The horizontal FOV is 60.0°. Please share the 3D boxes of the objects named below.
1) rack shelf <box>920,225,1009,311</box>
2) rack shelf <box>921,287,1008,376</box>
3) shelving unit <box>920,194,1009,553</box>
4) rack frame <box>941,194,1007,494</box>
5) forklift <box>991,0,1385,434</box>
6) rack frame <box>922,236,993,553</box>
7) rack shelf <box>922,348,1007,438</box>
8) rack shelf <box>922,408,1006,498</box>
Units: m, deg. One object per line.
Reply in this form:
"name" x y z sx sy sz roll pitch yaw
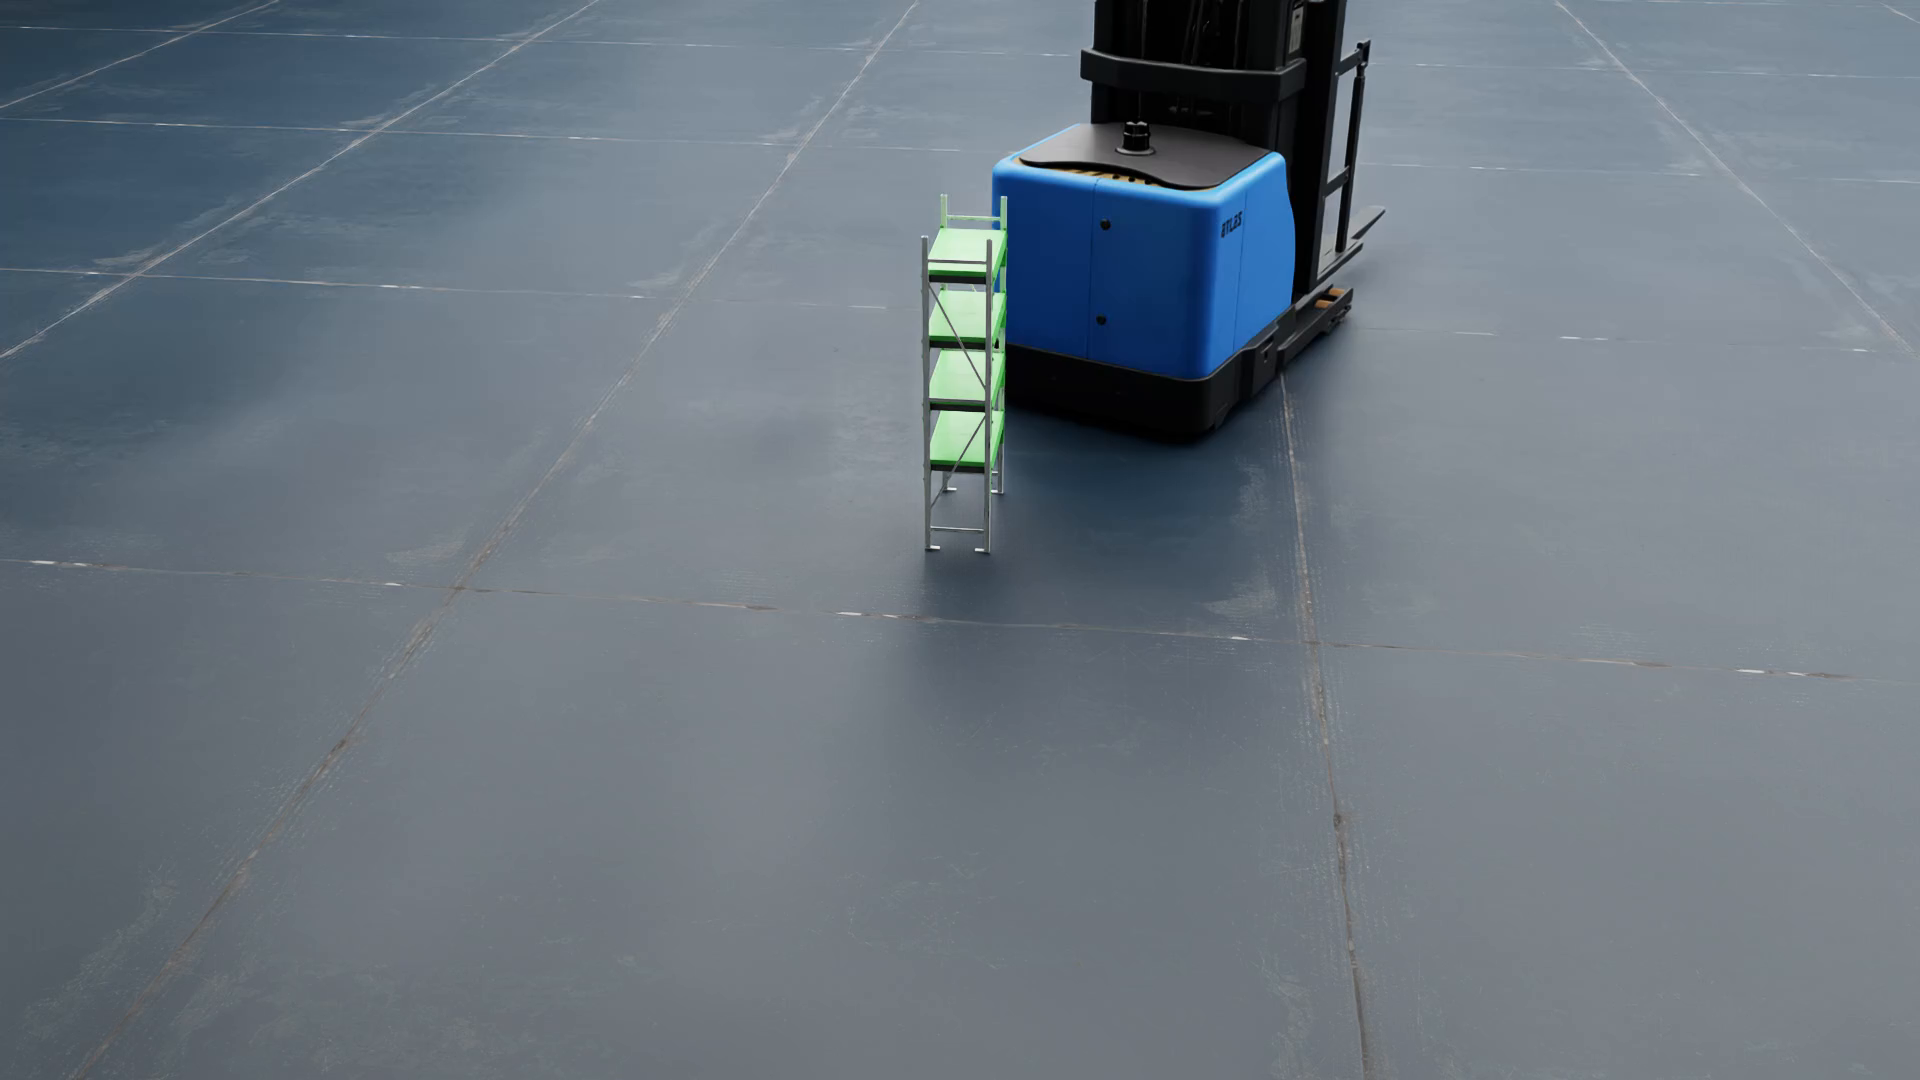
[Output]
"rack shelf" 0.020 -0.972 5.913 0.258 0.148 0.480 3 28 6
"rack shelf" 0.020 -0.761 6.027 0.258 0.148 0.480 3 28 6
"shelving unit" 0.020 -0.606 6.110 0.258 1.200 0.503 3 28 6
"rack frame" 0.050 -0.721 6.323 0.240 1.200 0.015 3 28 6
"forklift" 1.296 -2.394 7.604 1.130 2.935 3.031 15 32 26
"rack frame" -0.010 -0.491 5.897 0.240 1.200 0.015 3 28 6
"rack shelf" 0.020 -0.550 6.140 0.258 0.148 0.480 3 28 6
"rack shelf" 0.020 -0.339 6.254 0.258 0.148 0.480 3 28 6
